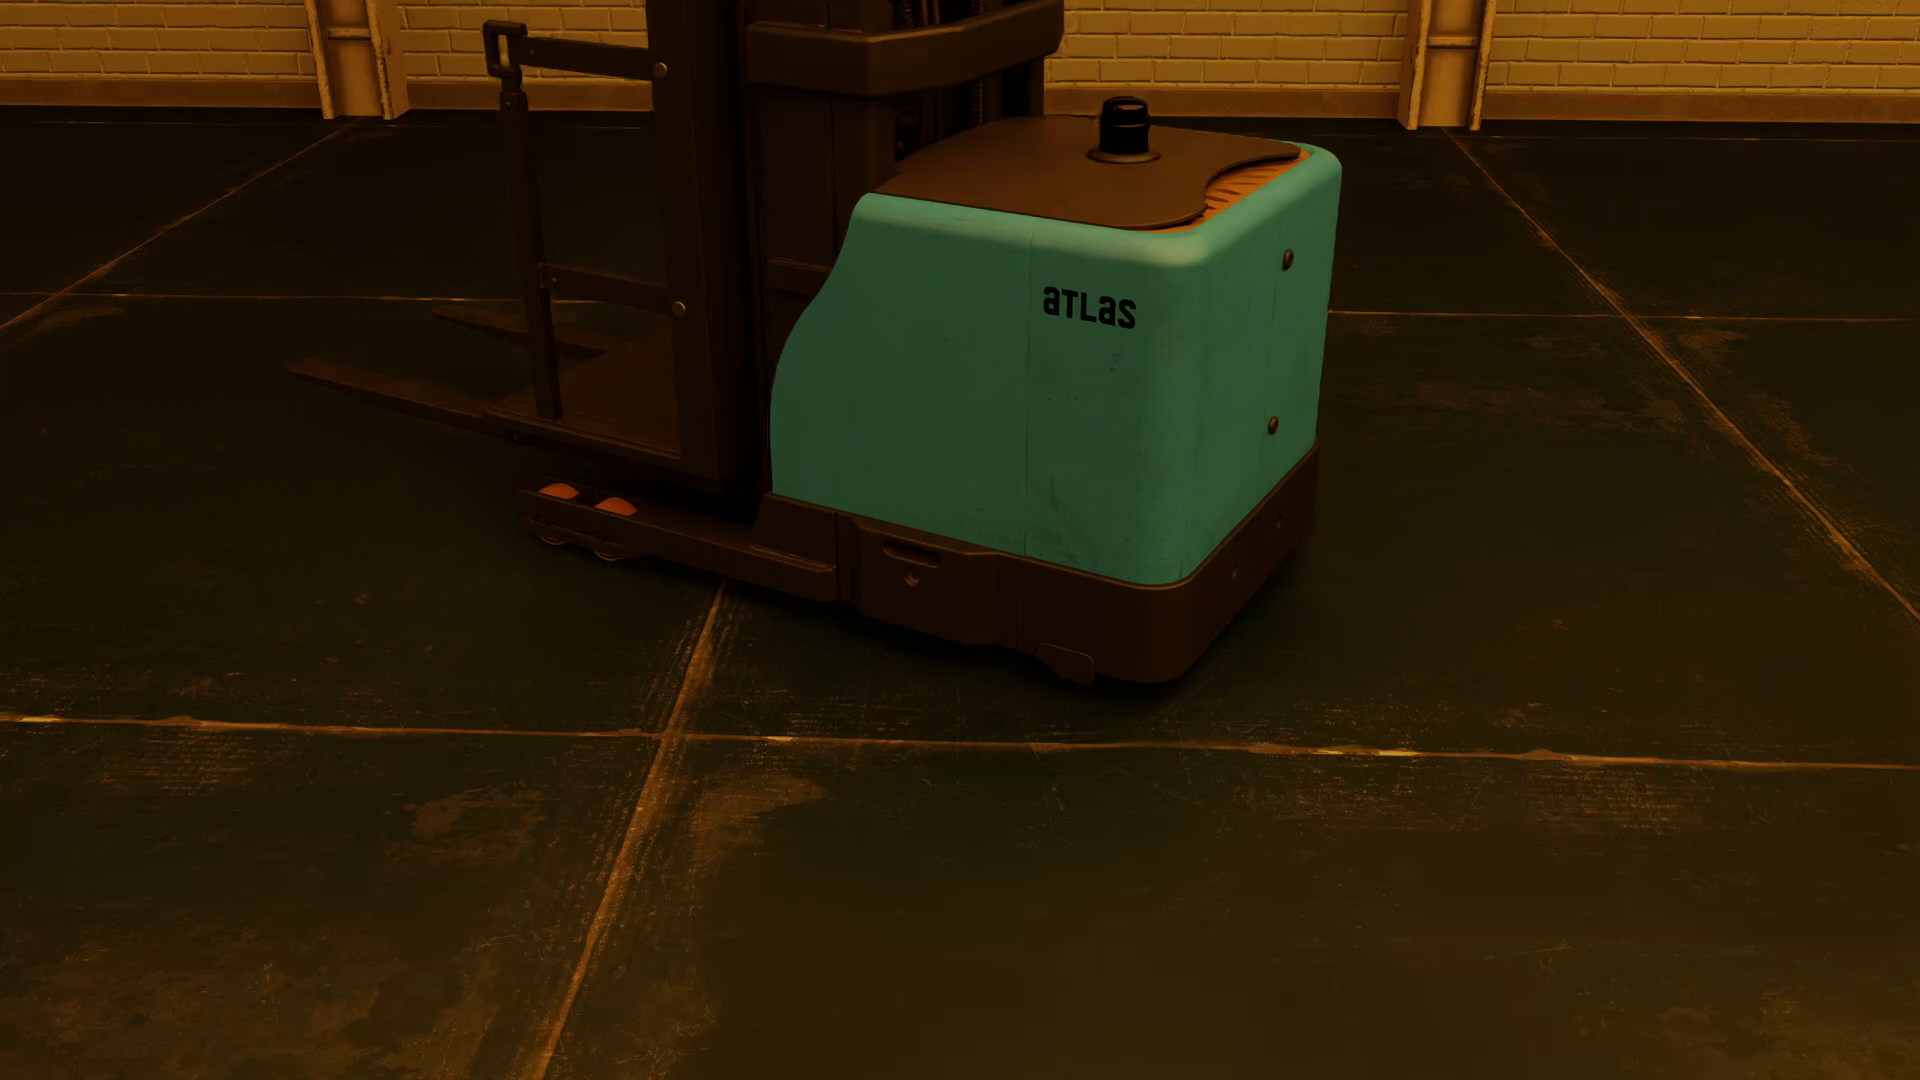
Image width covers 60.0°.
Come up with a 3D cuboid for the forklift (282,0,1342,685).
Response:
[{"bbox_3d":[-0.598,-1.444,4.137,3.031,2.935,1.130,14,30,26],"label":"forklift"}]
